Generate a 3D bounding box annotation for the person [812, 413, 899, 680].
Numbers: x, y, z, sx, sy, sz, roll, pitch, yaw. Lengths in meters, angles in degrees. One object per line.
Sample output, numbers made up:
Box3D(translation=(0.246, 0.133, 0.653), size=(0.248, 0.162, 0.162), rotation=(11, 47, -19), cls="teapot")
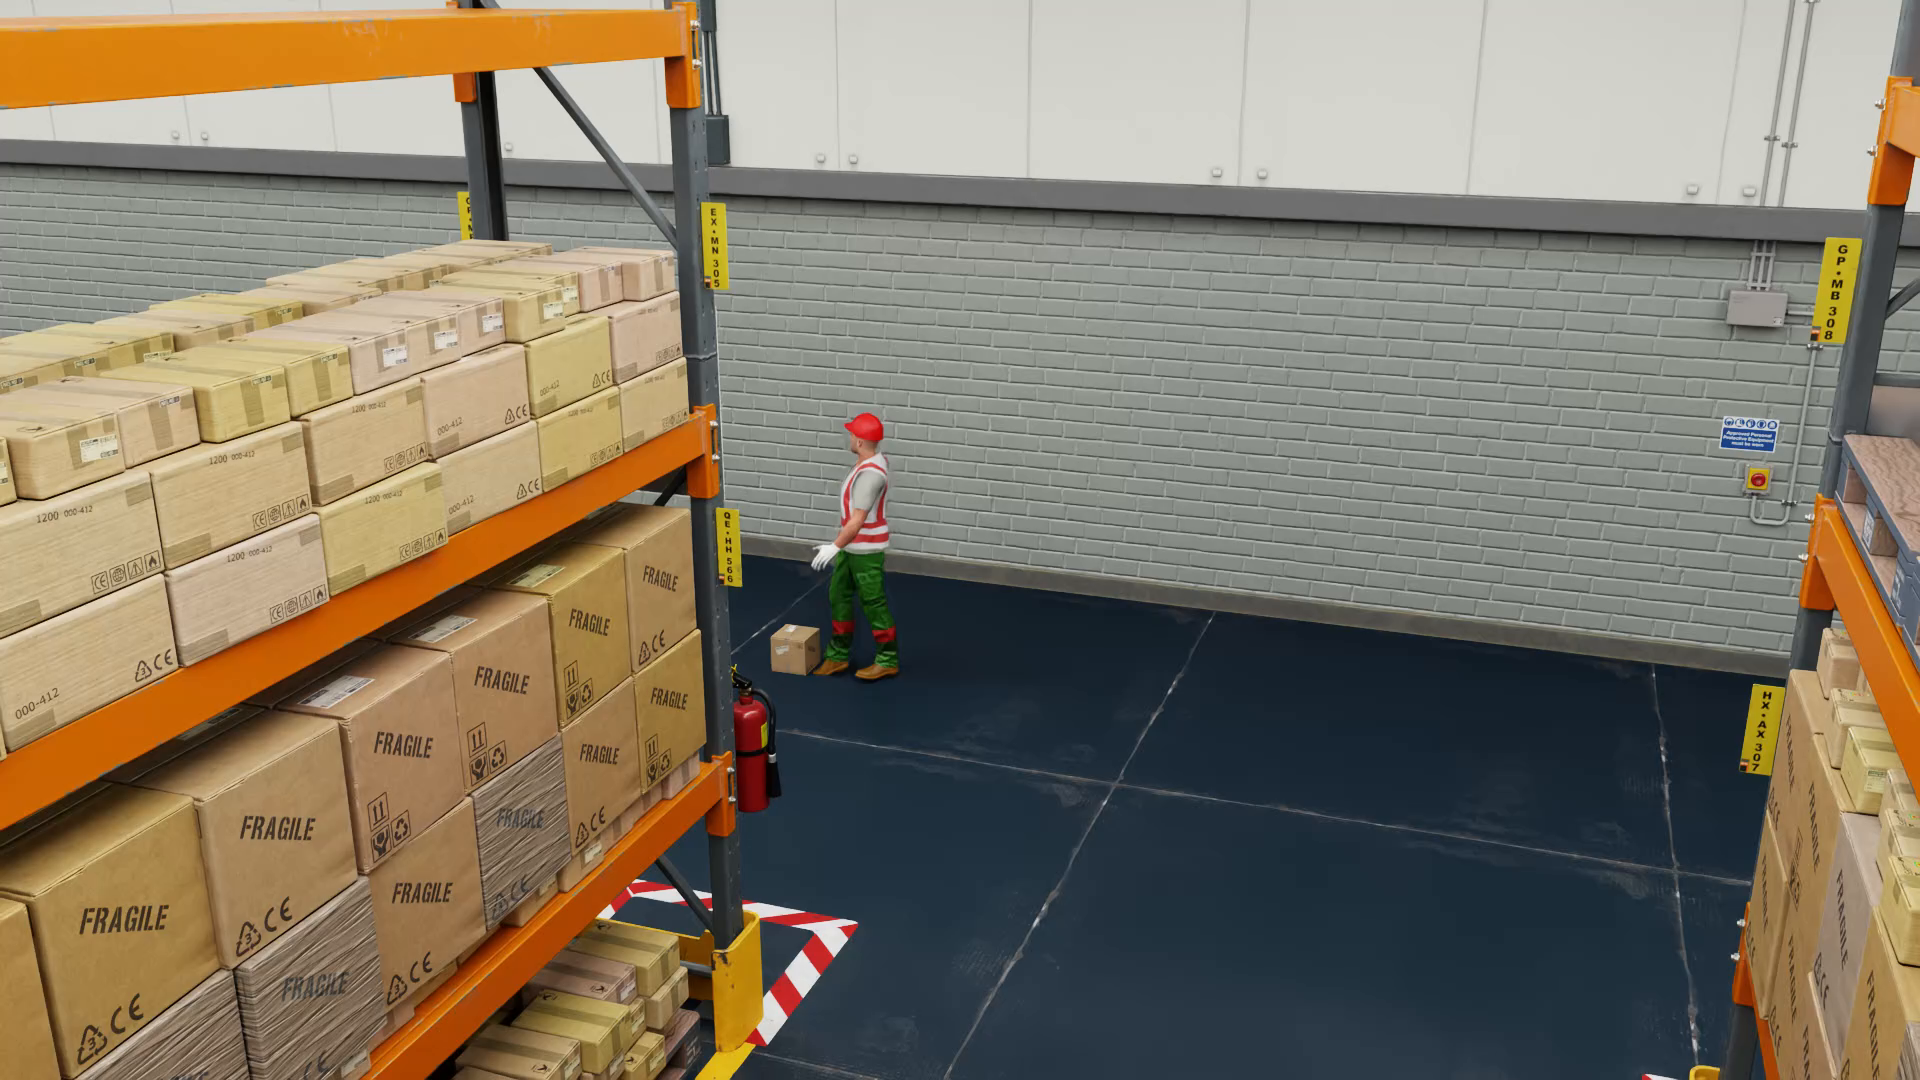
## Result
Box3D(translation=(-0.709, 0.083, 10.842), size=(0.608, 1.857, 0.560), rotation=(-2, 19, -7), cls="person")
